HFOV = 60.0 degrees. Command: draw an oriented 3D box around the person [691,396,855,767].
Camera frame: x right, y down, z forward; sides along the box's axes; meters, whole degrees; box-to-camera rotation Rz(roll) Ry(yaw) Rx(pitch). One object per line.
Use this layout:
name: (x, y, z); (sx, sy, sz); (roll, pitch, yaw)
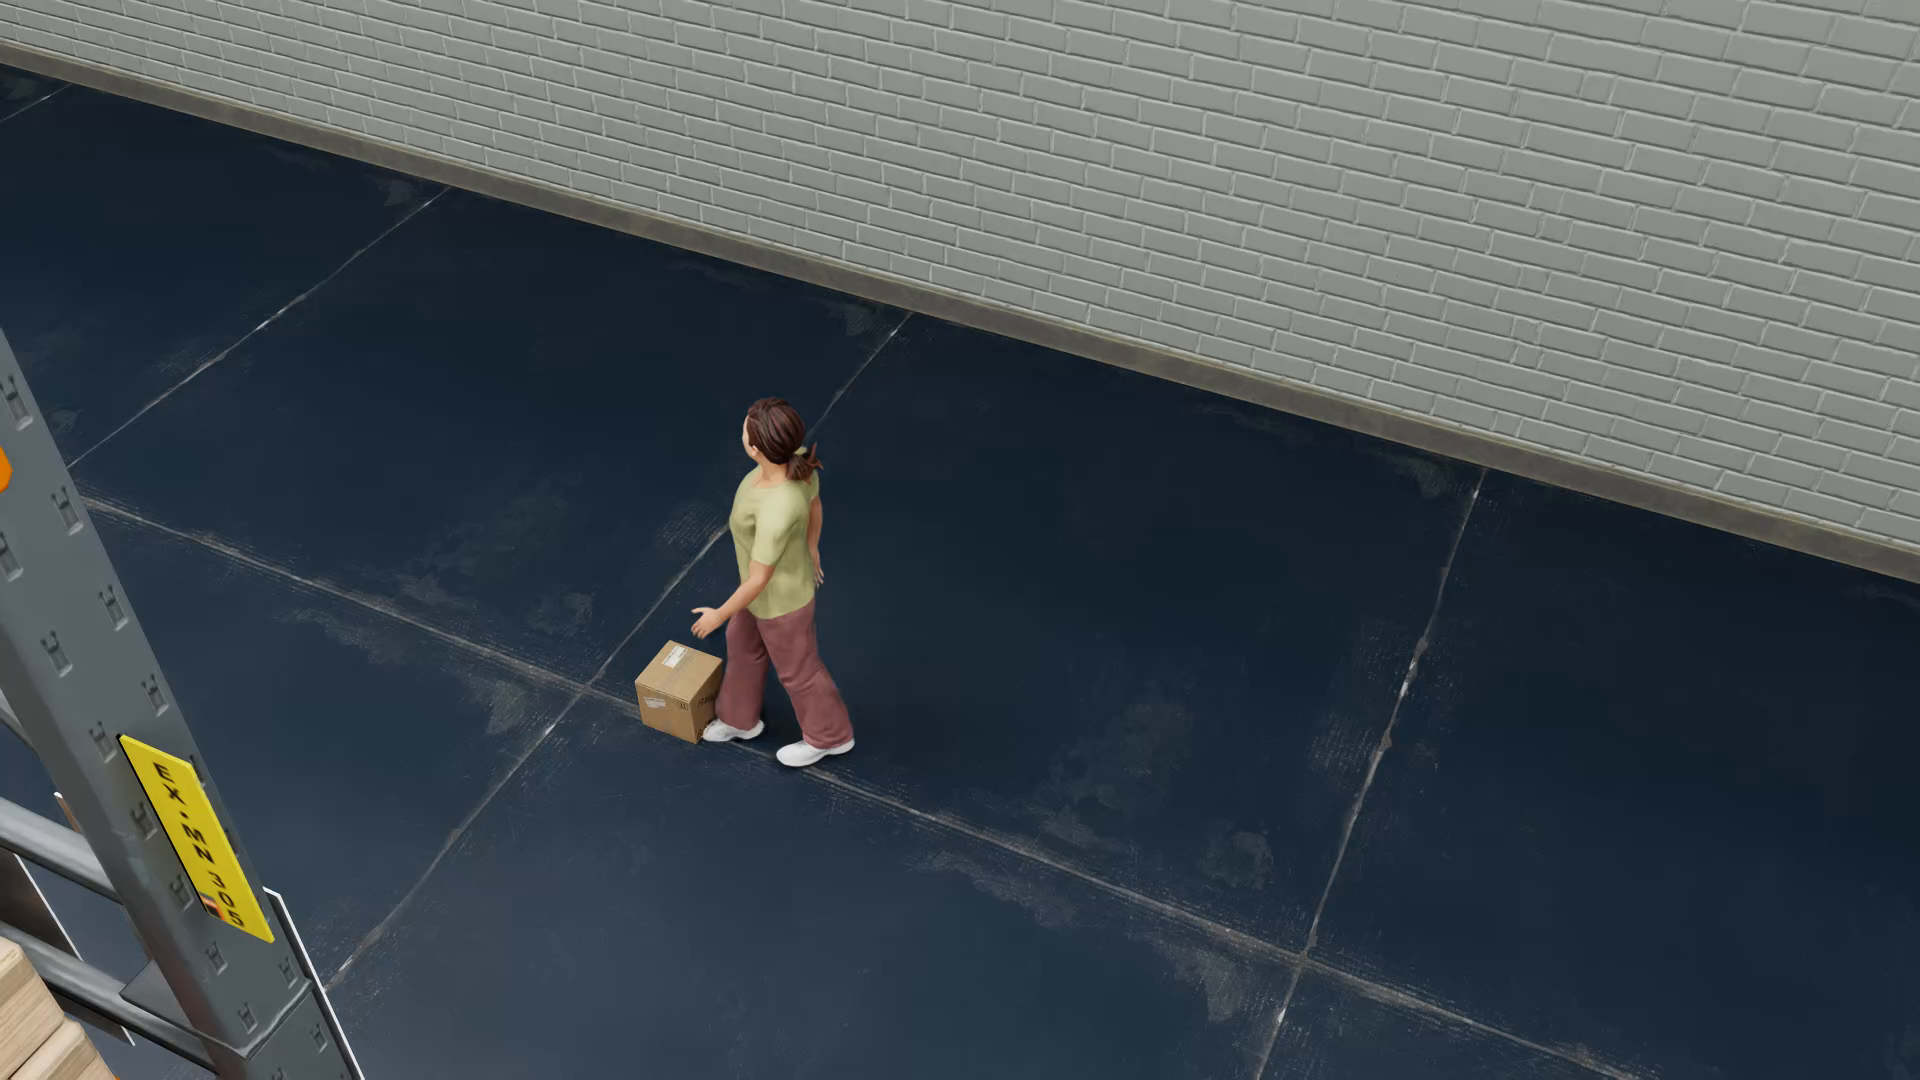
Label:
person: (-0.731, 0.208, 5.960); (0.644, 1.721, 0.470); (-1, 42, -1)
